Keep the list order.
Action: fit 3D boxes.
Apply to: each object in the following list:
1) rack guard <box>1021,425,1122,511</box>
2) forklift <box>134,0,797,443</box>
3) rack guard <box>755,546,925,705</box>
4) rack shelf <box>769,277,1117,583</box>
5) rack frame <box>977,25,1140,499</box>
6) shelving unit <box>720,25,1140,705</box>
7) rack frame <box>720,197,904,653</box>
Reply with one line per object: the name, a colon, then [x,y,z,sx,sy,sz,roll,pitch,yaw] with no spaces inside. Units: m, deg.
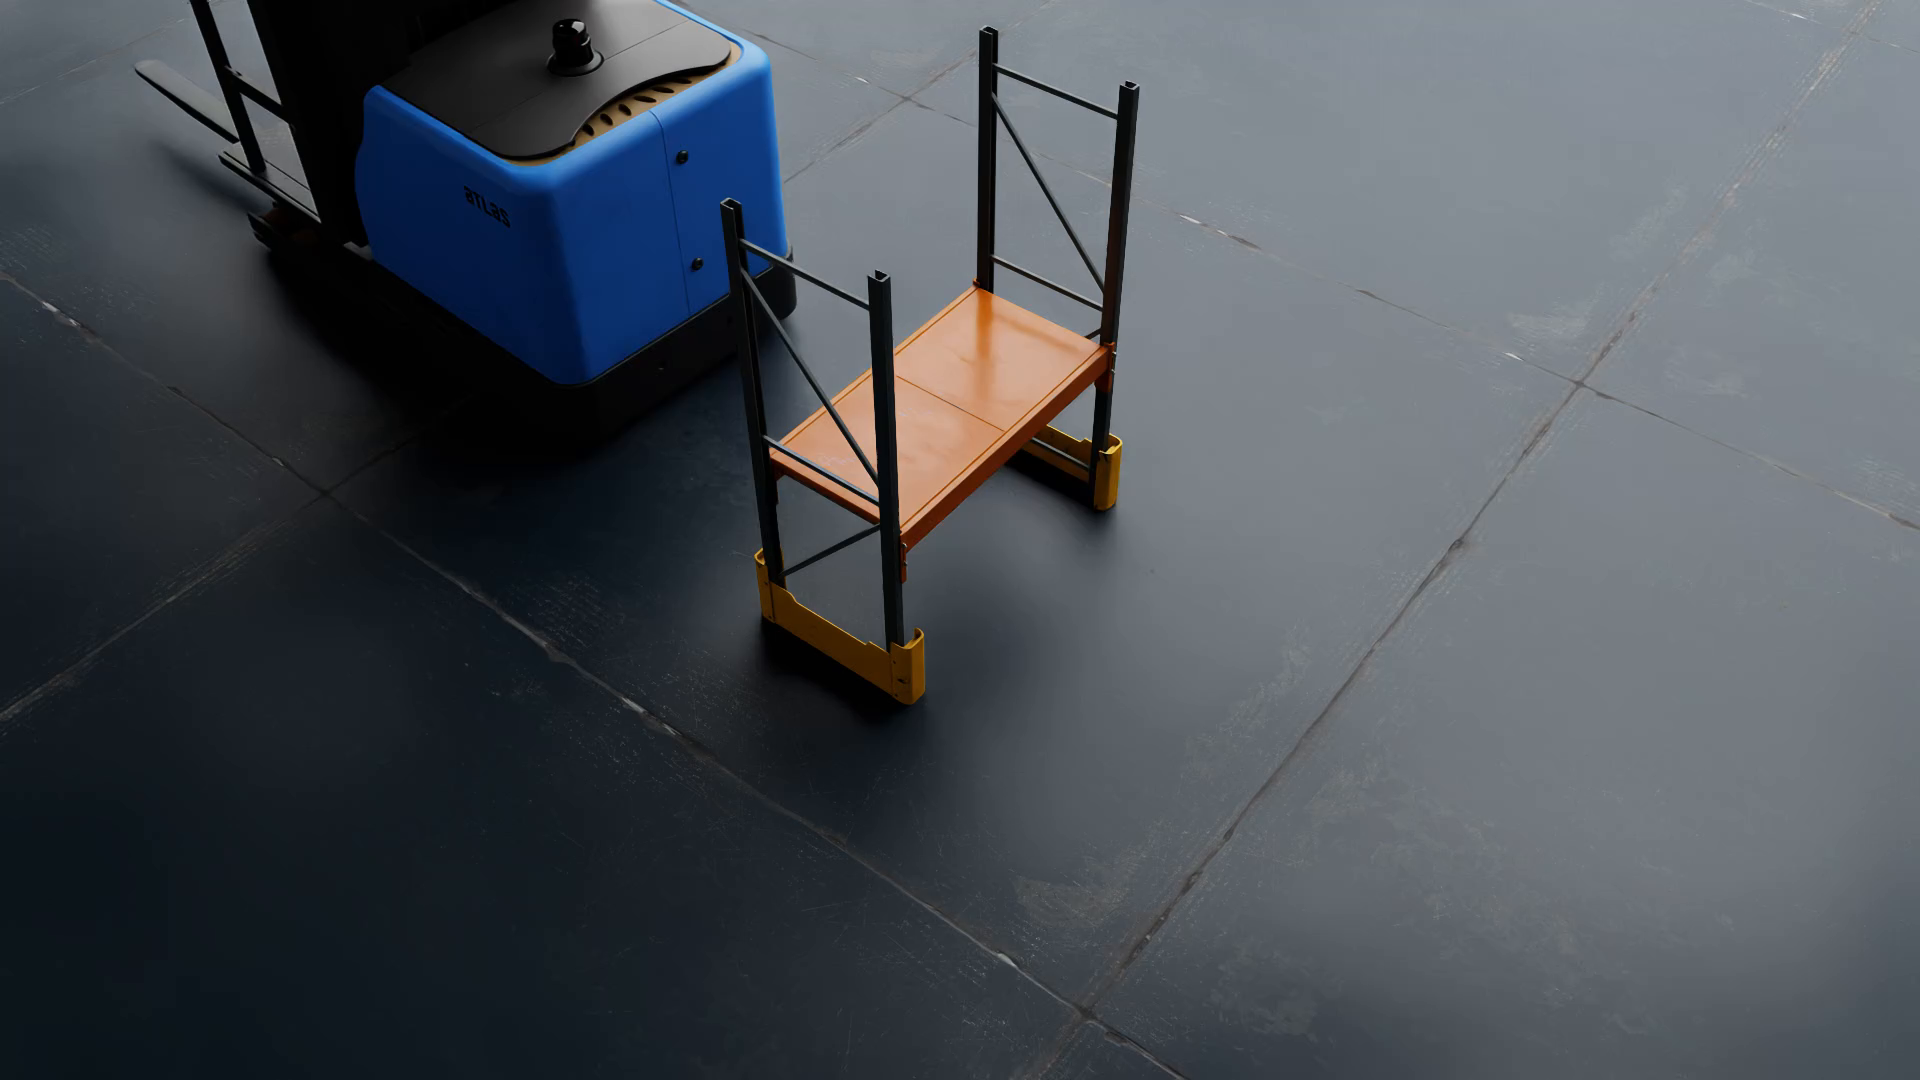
rack guard: [0.258,-0.328,5.390,0.587,0.250,0.087,29,53,25]
forklift: [-2.023,-2.256,5.379,3.031,2.935,1.130,33,54,27]
rack guard: [-0.351,0.242,4.846,0.587,0.250,0.087,29,53,25]
rack shelf: [-0.052,-0.345,4.791,0.538,0.185,1.000,29,53,25]
rack frame: [0.259,-0.760,4.939,0.500,1.500,0.032,29,53,25]
shelving unit: [-0.047,-0.474,4.666,0.587,1.500,1.083,29,53,25]
rack frame: [-0.363,-0.178,4.383,0.500,1.500,0.032,29,53,25]
